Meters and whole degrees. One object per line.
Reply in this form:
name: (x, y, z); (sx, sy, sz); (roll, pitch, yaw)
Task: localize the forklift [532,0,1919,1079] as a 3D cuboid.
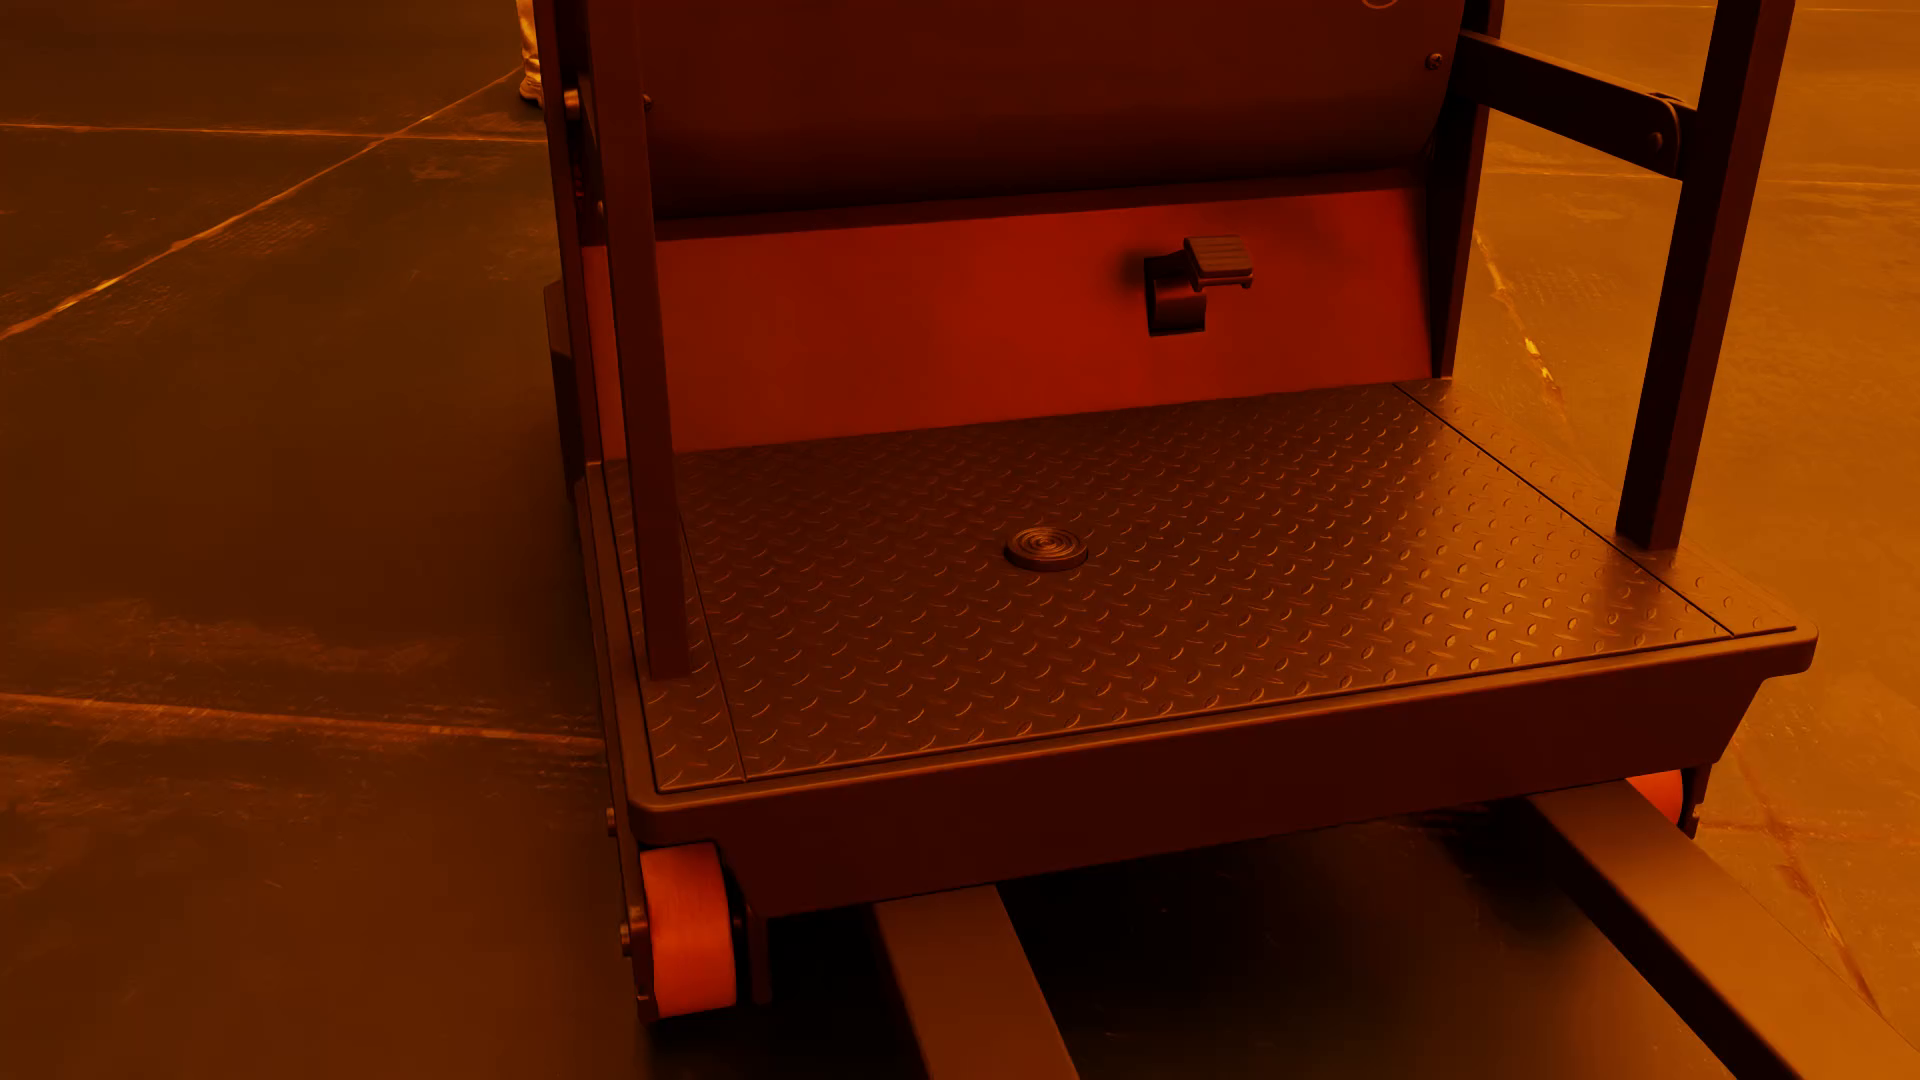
forklift: (0.153, -1.049, 1.319); (1.130, 2.935, 3.031); (-7, 27, -13)

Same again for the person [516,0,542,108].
person: (-1.194, -2.208, 4.943); (0.618, 1.773, 0.452); (-9, 28, -17)
